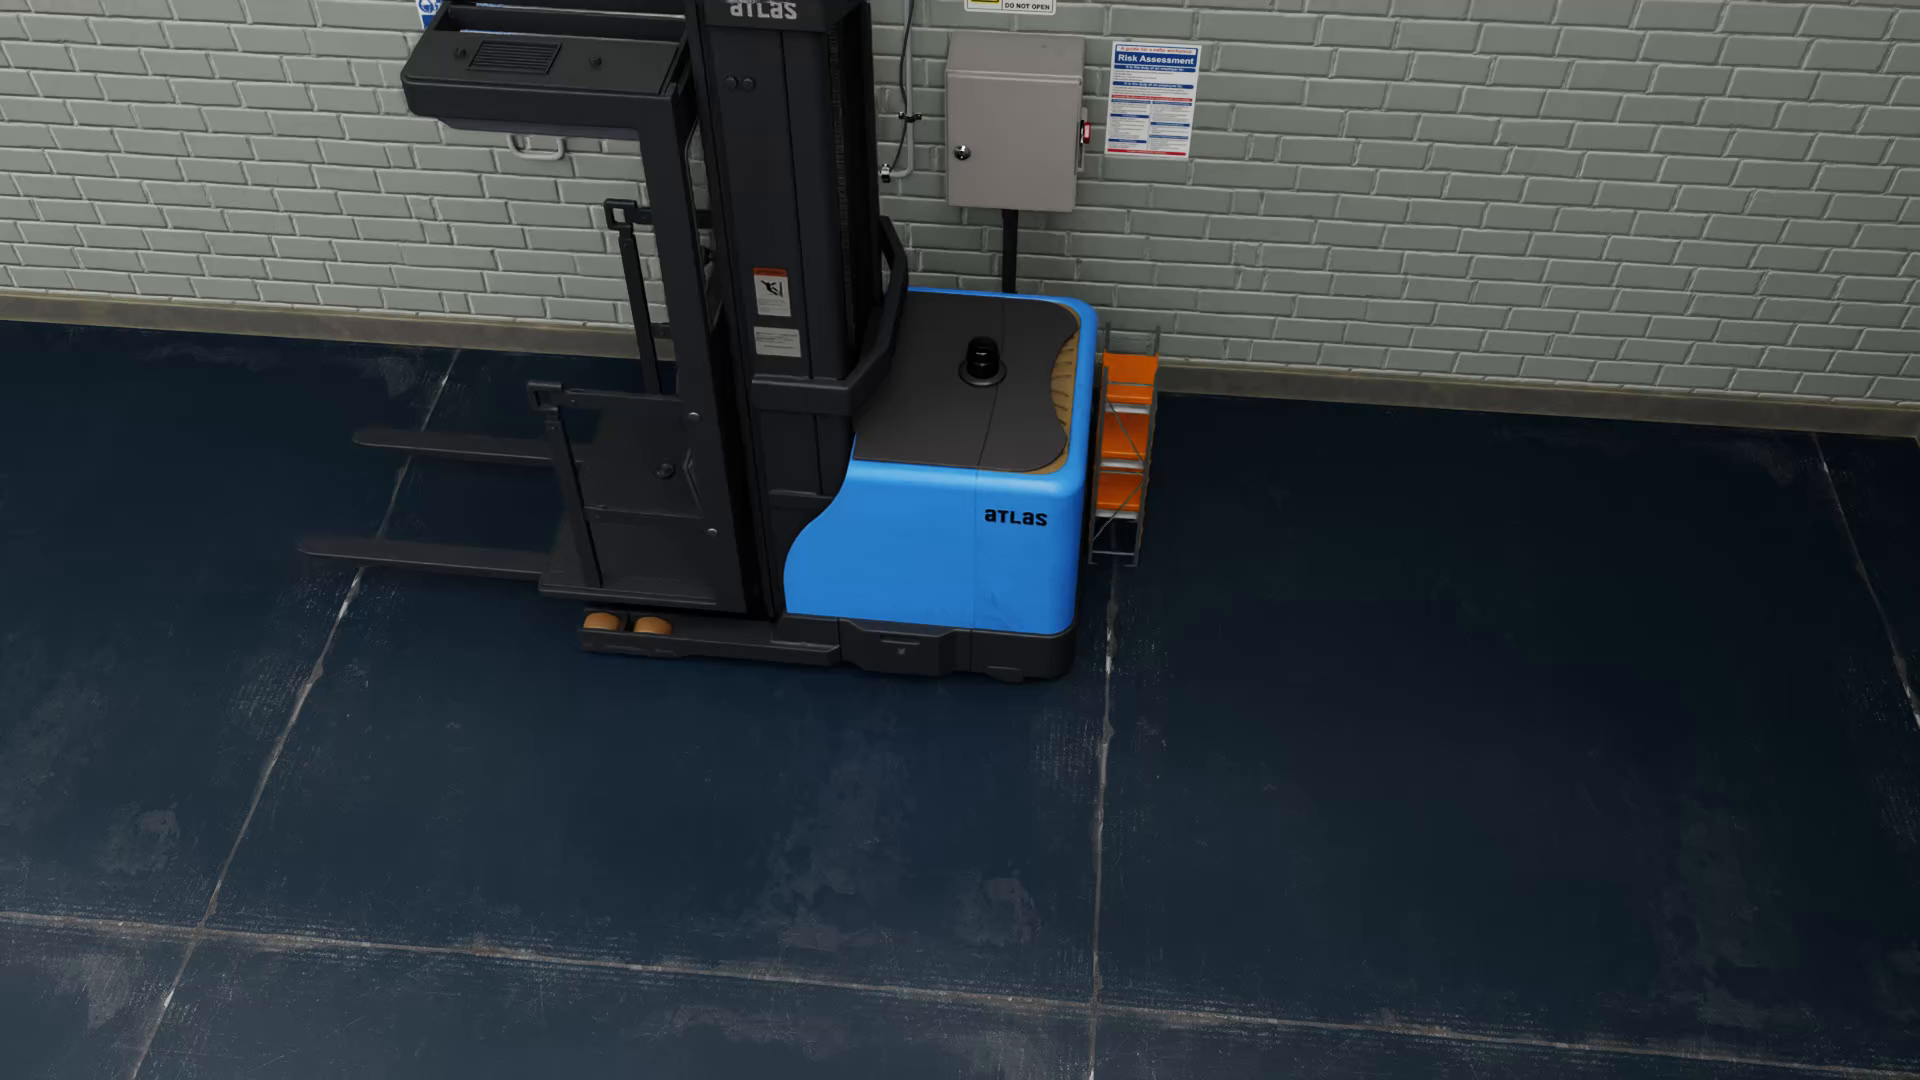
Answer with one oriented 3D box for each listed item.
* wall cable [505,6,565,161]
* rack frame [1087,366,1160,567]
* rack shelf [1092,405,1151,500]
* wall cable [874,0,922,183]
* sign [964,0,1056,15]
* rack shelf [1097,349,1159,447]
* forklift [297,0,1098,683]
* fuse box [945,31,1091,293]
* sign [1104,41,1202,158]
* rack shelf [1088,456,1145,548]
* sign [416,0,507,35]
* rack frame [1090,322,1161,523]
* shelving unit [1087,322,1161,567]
[{"bbox_3d":[-1.860,-2.187,6.034,0.585,1.953,0.123,4,48,4],"label":"wall cable"},{"bbox_3d":[0.611,-0.254,6.296,0.200,1.050,0.008,4,48,4],"label":"rack frame"},{"bbox_3d":[0.623,-0.336,6.386,0.215,0.259,0.240,4,48,4],"label":"rack shelf"},{"bbox_3d":[-0.446,-2.090,5.966,0.588,1.984,0.122,4,48,4],"label":"wall cable"},{"bbox_3d":[0.183,-2.020,6.031,0.339,0.242,0.001,4,48,4],"label":"sign"},{"bbox_3d":[0.623,-0.528,6.177,0.215,0.259,0.240,4,48,4],"label":"rack shelf"},{"bbox_3d":[-1.030,-0.923,5.634,3.031,2.935,1.130,5,48,4],"label":"forklift"},{"bbox_3d":[0.219,-1.150,6.668,0.539,1.711,0.414,4,48,4],"label":"fuse box"},{"bbox_3d":[0.730,-1.672,6.337,0.329,0.494,0.001,4,48,4],"label":"sign"},{"bbox_3d":[0.623,-0.149,6.591,0.215,0.259,0.240,4,48,4],"label":"rack shelf"},{"bbox_3d":[-1.902,-1.973,6.365,0.327,0.218,0.001,4,48,4],"label":"sign"},{"bbox_3d":[0.634,-0.433,6.460,0.200,1.050,0.008,4,48,4],"label":"rack frame"},{"bbox_3d":[0.623,-0.343,6.378,0.215,1.050,0.252,4,48,4],"label":"shelving unit"}]
